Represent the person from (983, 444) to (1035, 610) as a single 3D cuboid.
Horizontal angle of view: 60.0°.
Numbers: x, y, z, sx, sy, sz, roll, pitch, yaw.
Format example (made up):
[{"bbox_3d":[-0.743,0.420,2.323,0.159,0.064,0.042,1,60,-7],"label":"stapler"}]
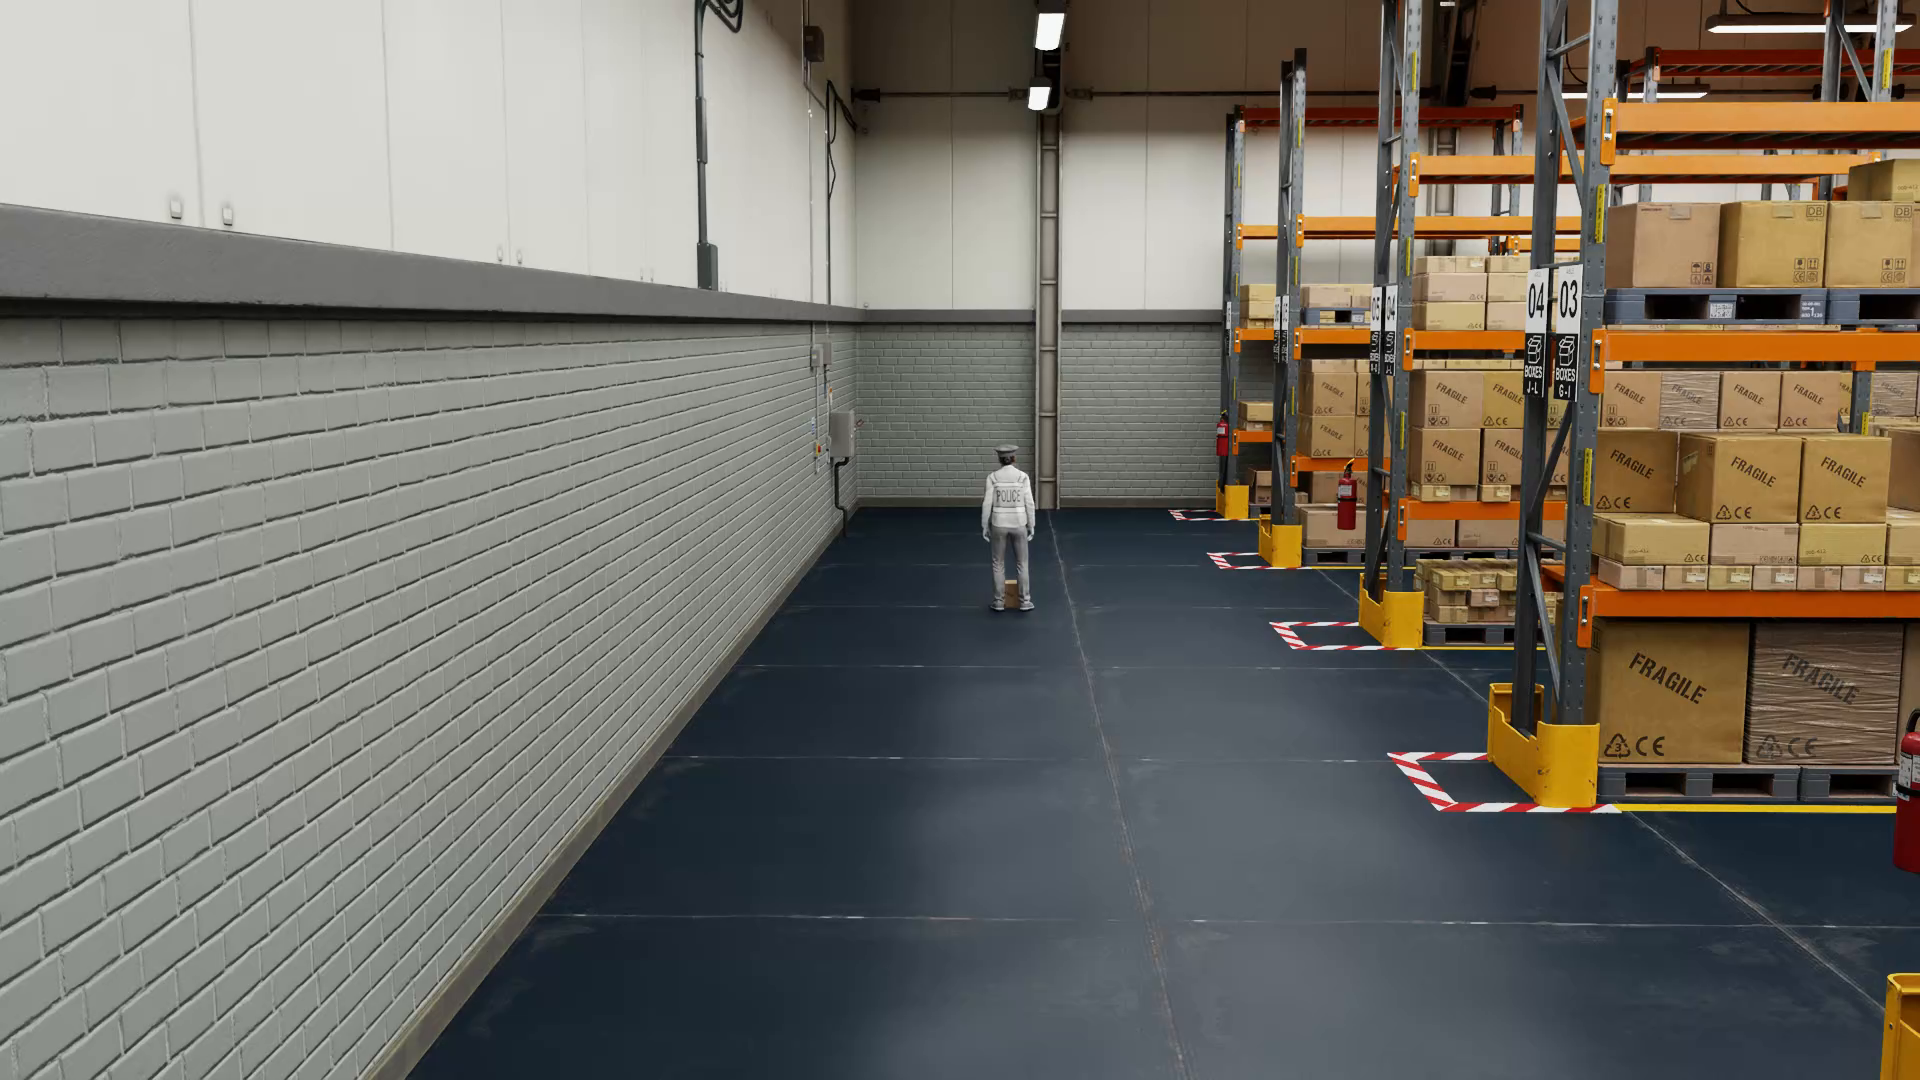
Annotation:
[{"bbox_3d":[0.492,-0.120,16.692,0.528,1.663,0.372,0,7,1],"label":"person"}]
